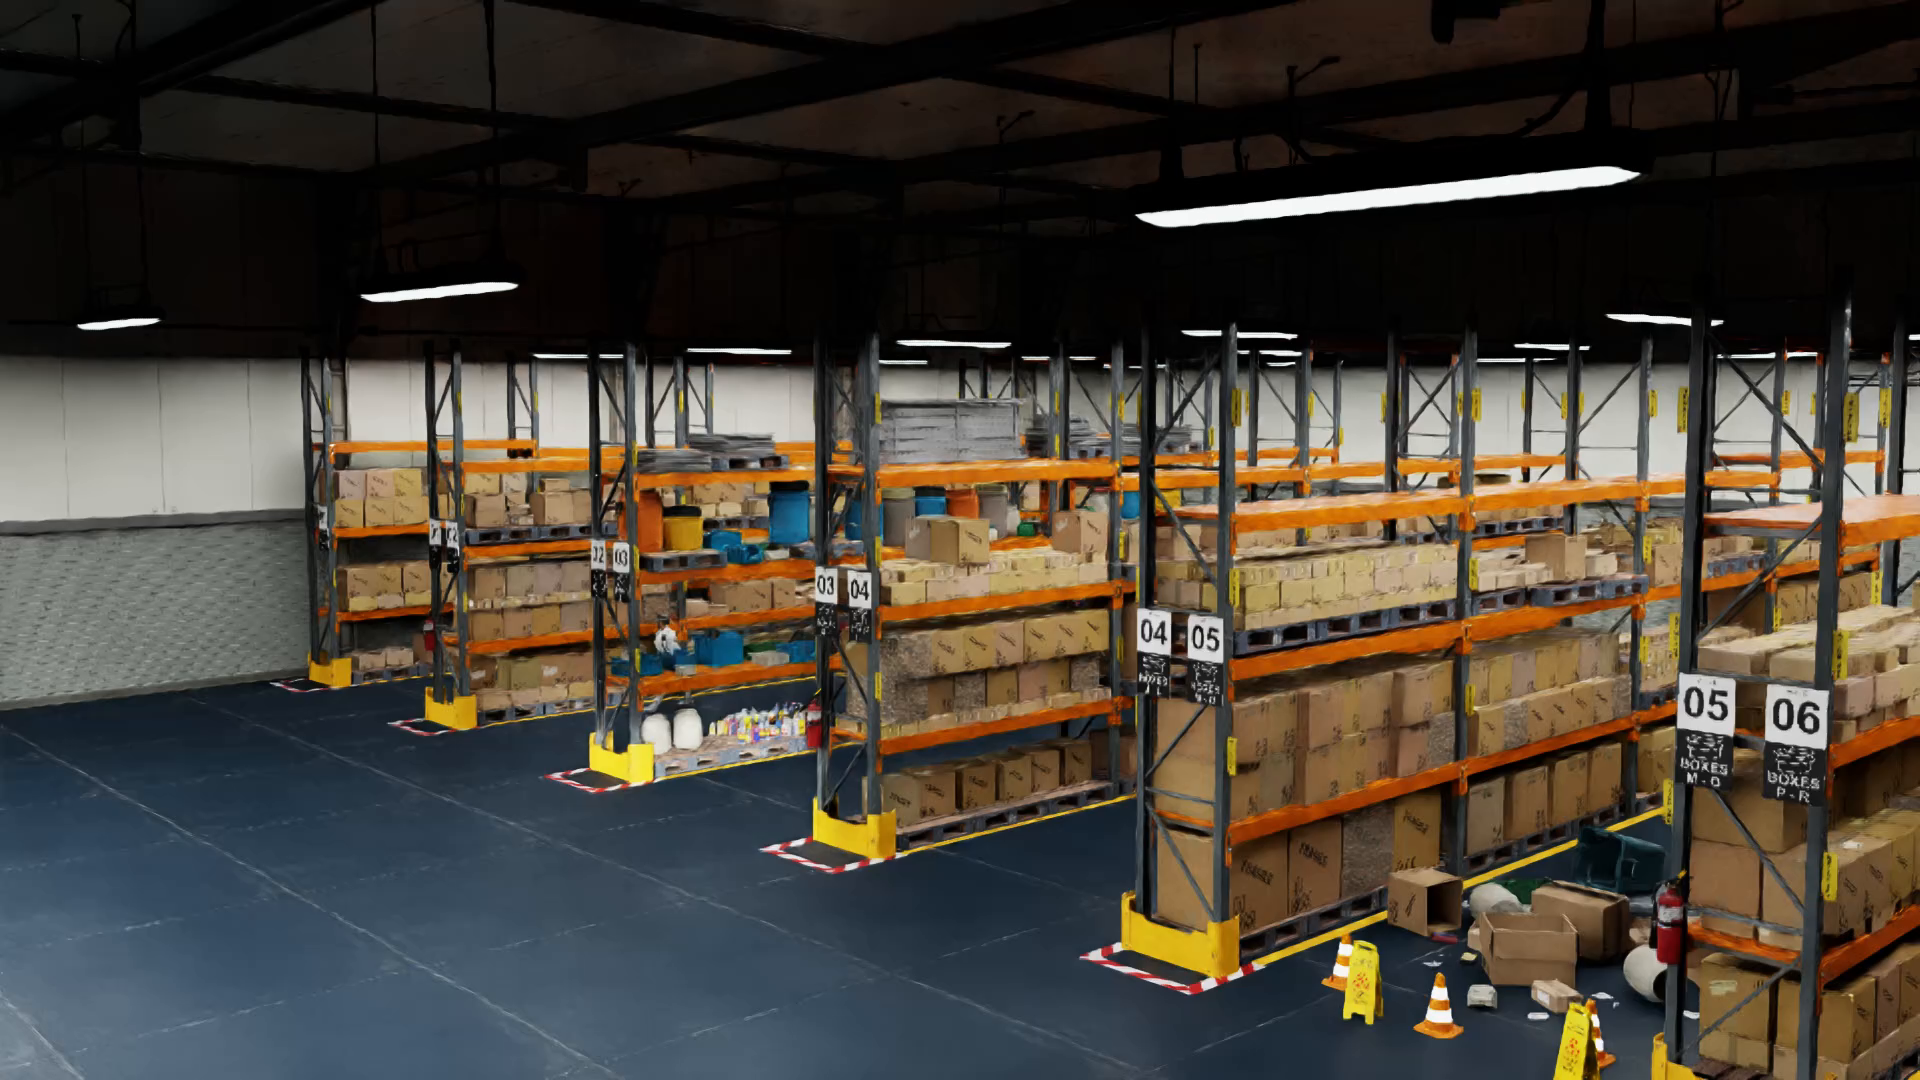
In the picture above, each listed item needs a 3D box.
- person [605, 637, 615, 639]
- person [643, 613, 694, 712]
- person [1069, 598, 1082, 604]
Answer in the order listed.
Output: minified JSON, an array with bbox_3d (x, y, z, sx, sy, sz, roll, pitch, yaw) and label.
[{"bbox_3d":[-6.257,1.746,30.103,0.415,1.517,1.041,5,7,44],"label":"person"},{"bbox_3d":[-4.796,1.967,27.135,1.086,1.589,0.495,-4,7,-40],"label":"person"},{"bbox_3d":[2.266,1.432,33.620,0.625,1.573,0.517,5,7,44],"label":"person"}]
